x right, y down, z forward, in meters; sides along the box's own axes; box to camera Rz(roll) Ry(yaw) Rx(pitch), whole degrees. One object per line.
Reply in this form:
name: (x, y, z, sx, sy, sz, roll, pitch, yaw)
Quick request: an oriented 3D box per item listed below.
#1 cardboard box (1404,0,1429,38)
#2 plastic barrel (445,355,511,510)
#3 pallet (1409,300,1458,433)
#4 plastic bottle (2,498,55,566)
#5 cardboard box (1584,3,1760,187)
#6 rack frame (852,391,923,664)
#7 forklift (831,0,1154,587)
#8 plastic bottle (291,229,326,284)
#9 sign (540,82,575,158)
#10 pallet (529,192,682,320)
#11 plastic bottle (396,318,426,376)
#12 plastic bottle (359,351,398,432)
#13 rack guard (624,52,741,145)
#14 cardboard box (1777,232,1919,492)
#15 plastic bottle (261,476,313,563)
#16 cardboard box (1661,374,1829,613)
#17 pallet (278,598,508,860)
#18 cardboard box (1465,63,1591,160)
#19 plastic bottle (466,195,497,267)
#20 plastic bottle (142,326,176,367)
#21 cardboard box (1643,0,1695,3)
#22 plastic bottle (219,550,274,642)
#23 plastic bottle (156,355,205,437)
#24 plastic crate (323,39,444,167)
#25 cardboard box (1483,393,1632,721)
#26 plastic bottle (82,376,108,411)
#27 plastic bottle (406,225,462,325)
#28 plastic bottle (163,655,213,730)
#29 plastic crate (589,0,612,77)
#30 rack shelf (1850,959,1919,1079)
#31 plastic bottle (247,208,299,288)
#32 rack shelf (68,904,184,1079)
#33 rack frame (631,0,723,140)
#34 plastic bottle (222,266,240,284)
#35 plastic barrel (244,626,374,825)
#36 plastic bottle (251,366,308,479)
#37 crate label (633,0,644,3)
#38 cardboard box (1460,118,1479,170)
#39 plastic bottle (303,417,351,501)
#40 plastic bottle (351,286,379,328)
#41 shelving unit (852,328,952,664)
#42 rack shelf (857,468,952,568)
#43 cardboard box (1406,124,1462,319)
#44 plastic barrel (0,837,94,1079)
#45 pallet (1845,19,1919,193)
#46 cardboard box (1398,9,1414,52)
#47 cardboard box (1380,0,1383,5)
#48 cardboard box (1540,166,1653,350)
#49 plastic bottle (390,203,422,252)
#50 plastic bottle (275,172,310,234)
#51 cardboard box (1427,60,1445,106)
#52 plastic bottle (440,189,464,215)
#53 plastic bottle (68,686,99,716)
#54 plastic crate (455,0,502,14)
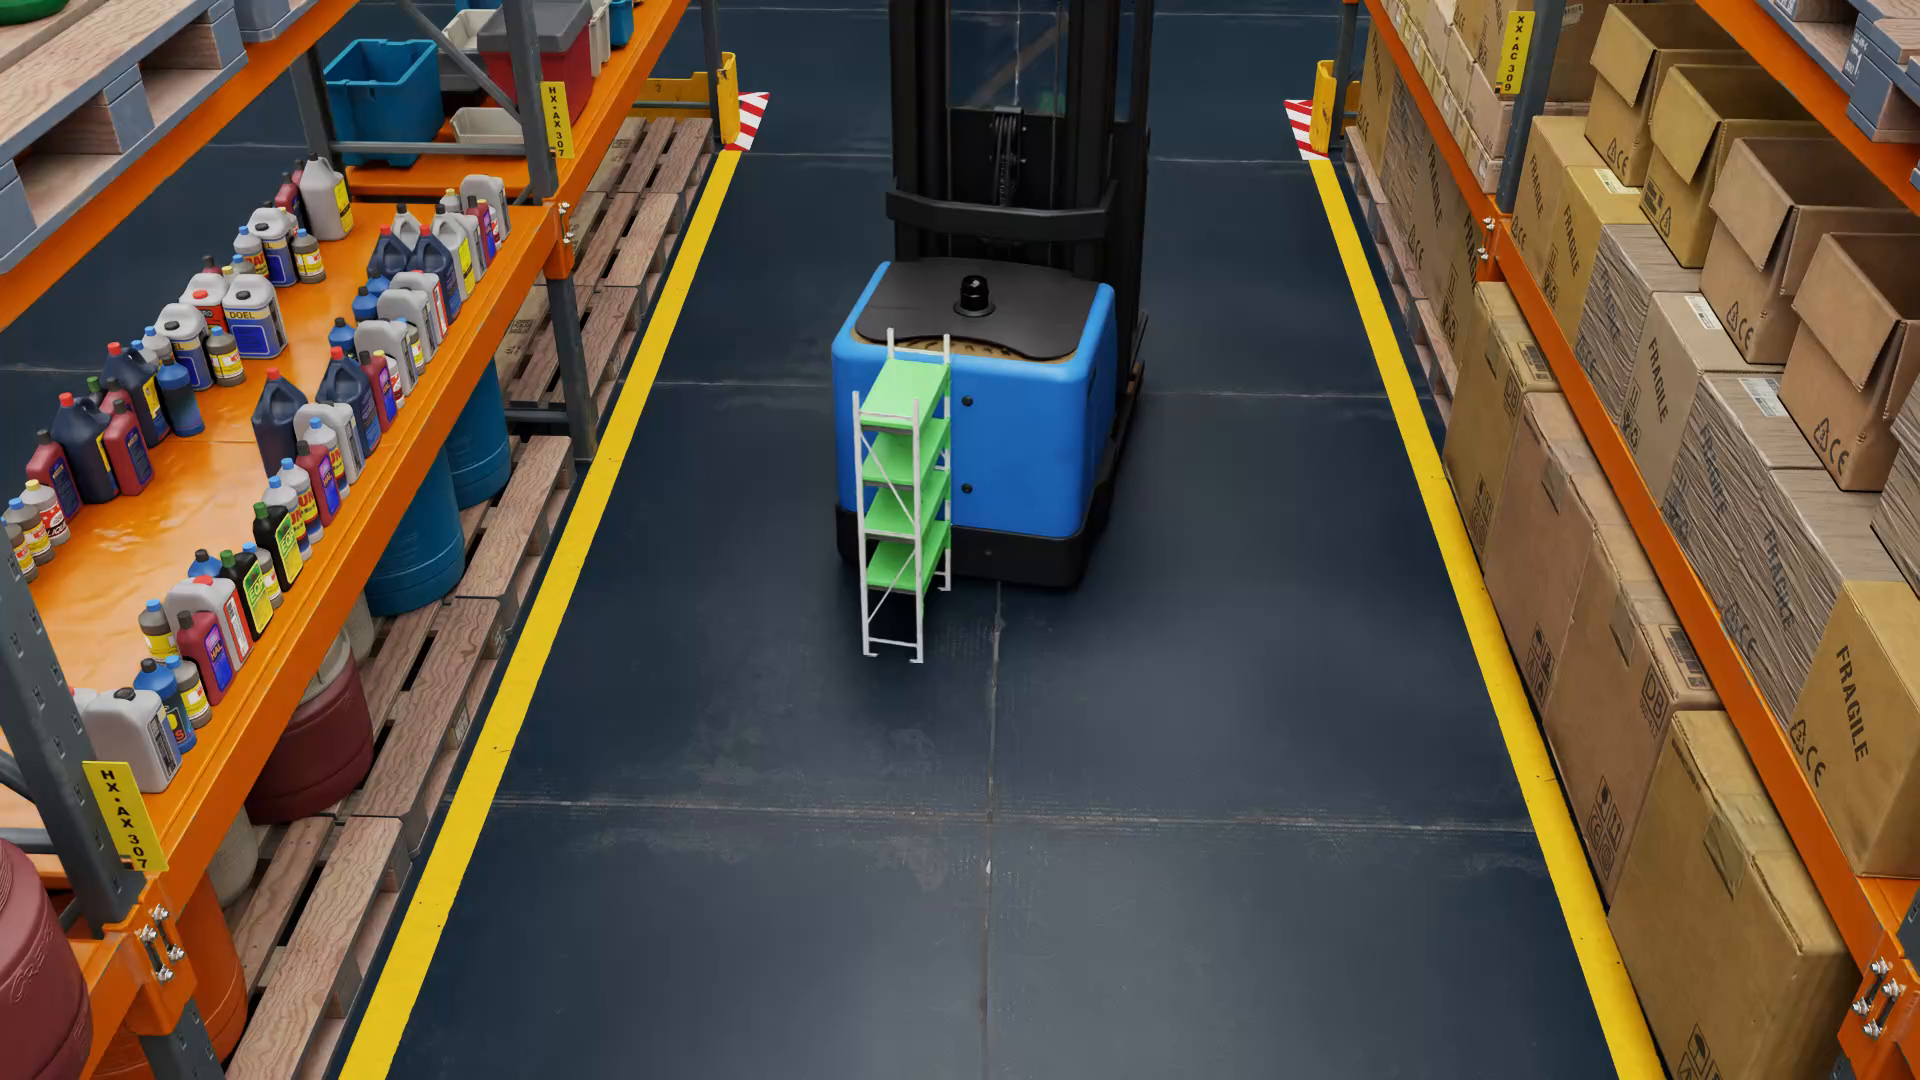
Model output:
cardboard box: (2.555, -2.720, 8.384, 0.500, 0.250, 0.500, 1, 35, 1)
plastic barrel: (-2.250, -0.634, 7.003, 0.600, 0.901, 0.708, 1, 35, 2)
pallet: (2.846, -0.813, 8.223, 1.003, 0.211, 1.213, 1, 35, 2)
plastic bottle: (-2.727, -0.030, 4.857, 0.097, 0.201, 0.097, 0, 35, 0)
cardboard box: (2.720, -1.603, 5.962, 0.797, 0.503, 0.637, 0, 35, 1)
rack frame: (-0.264, -0.021, 6.236, 0.240, 1.200, 0.015, 7, 36, 10)
forklift: (0.302, -1.848, 7.331, 1.130, 2.935, 3.031, 7, 36, 10)
plastic bottle: (-2.500, -1.092, 6.368, 0.097, 0.201, 0.097, 0, 35, 0)
sign: (-1.662, -1.732, 6.866, 0.100, 0.325, 0.005, 1, 35, 2)
pallet: (-2.174, -1.618, 9.369, 1.003, 0.211, 1.213, 1, 35, 2)
plastic bottle: (-1.922, -0.674, 5.773, 0.097, 0.201, 0.097, 0, 35, 0)
plastic bottle: (-1.918, -0.507, 5.464, 0.061, 0.283, 0.133, 1, 35, 2)
rack guard: (-2.063, -2.923, 10.974, 1.175, 0.500, 0.348, 1, 35, 2)
cardboard box: (2.651, -0.466, 4.345, 0.797, 0.503, 0.637, 2, 35, 3)
plastic bottle: (-1.967, -0.064, 4.845, 0.097, 0.271, 0.097, 0, 35, 0)
cardboard box: (2.393, -0.135, 4.747, 0.500, 0.500, 0.500, 0, 35, 0)
pallet: (-2.330, 0.653, 6.137, 1.003, 0.211, 1.213, 1, 35, 2)
cardboard box: (2.493, -1.839, 7.129, 0.500, 0.250, 0.500, 1, 35, 1)
plastic bottle: (-1.868, -1.217, 6.475, 0.061, 0.283, 0.133, 1, 35, 2)
plastic bottle: (-2.689, -0.592, 5.596, 0.097, 0.271, 0.097, 0, 35, 0)
cardboard box: (3.012, -2.155, 6.927, 0.500, 0.500, 0.500, 1, 35, 2)
plastic bottle: (-1.962, 0.130, 4.558, 0.061, 0.283, 0.133, 1, 35, 2)
plastic bottle: (-2.553, -0.477, 5.432, 0.097, 0.271, 0.097, 0, 35, 0)
plastic crate: (-2.534, -1.927, 7.345, 0.392, 0.384, 0.575, 1, 35, 2)
cardboard box: (2.697, 0.060, 6.038, 1.225, 0.875, 0.875, 0, 35, 0)
plastic bottle: (-2.723, -0.369, 5.268, 0.061, 0.283, 0.133, 1, 35, 2)
plastic bottle: (-1.929, -0.971, 6.066, 0.144, 0.351, 0.185, 1, 35, 2)
plastic bottle: (-1.996, 0.383, 4.269, 0.097, 0.201, 0.097, 0, 35, 0)
plastic crate: (-1.966, -2.482, 8.224, 0.437, 0.282, 0.530, 1, 35, 2)
rack shelf: (2.496, 2.223, 2.104, 1.077, 0.370, 4.000, 1, 35, 2)
plastic bottle: (-2.625, -1.115, 6.336, 0.152, 0.276, 0.135, 1, 35, 2)
rack shelf: (-2.452, 2.109, 2.267, 1.077, 0.370, 4.000, 1, 35, 2)
rack frame: (-2.051, -3.931, 10.235, 1.000, 3.000, 0.127, 1, 35, 2)
plastic bottle: (-2.665, -0.907, 6.104, 0.097, 0.201, 0.097, 0, 35, 0)
plastic barrel: (-2.324, 0.550, 5.591, 0.600, 0.588, 0.708, 1, 35, 2)
plastic bottle: (-2.123, -0.370, 5.211, 0.144, 0.351, 0.185, 1, 35, 2)
crate label: (-1.916, -3.048, 9.156, 0.396, 0.136, 0.243, 1, 35, 2)
cardboard box: (2.432, -1.747, 7.345, 0.380, 0.149, 0.250, 2, 35, 3)
plastic bottle: (-1.953, -0.253, 5.113, 0.097, 0.271, 0.097, 0, 35, 0)
plastic bottle: (-2.070, -0.762, 5.837, 0.097, 0.271, 0.097, 0, 35, 0)
shelving unit: (-0.210, -0.157, 6.430, 0.258, 1.200, 0.503, 7, 36, 10)
rack shelf: (-0.210, -0.105, 6.467, 0.258, 0.148, 0.480, 7, 36, 10)
cardboard box: (2.880, -1.716, 8.565, 0.875, 0.875, 0.875, 1, 35, 2)
plastic barrel: (-2.088, 0.883, 3.266, 0.600, 0.536, 0.708, 1, 35, 2)
pallet: (2.550, -0.742, 3.252, 1.213, 0.211, 1.003, 3, 35, 4)
cardboard box: (2.494, -2.634, 8.607, 0.380, 0.149, 0.250, 0, 35, 1)
cardboard box: (2.526, -3.073, 9.233, 0.380, 0.149, 0.250, 1, 35, 1)
cardboard box: (2.450, -1.012, 5.994, 0.500, 0.500, 0.500, 1, 35, 2)
plastic bottle: (-2.065, -1.080, 6.222, 0.144, 0.351, 0.185, 1, 35, 2)
plastic bottle: (-2.658, -1.308, 6.604, 0.061, 0.283, 0.133, 1, 35, 2)
cardboard box: (2.463, -2.190, 7.976, 0.380, 0.149, 0.250, 2, 35, 3)
plastic bottle: (-2.030, -1.310, 6.678, 0.097, 0.201, 0.097, 0, 35, 0)
plastic bottle: (-2.184, 0.471, 4.079, 0.152, 0.276, 0.135, 1, 35, 2)
plastic crate: (-2.455, -2.824, 8.753, 0.416, 0.233, 0.300, 1, 35, 2)
